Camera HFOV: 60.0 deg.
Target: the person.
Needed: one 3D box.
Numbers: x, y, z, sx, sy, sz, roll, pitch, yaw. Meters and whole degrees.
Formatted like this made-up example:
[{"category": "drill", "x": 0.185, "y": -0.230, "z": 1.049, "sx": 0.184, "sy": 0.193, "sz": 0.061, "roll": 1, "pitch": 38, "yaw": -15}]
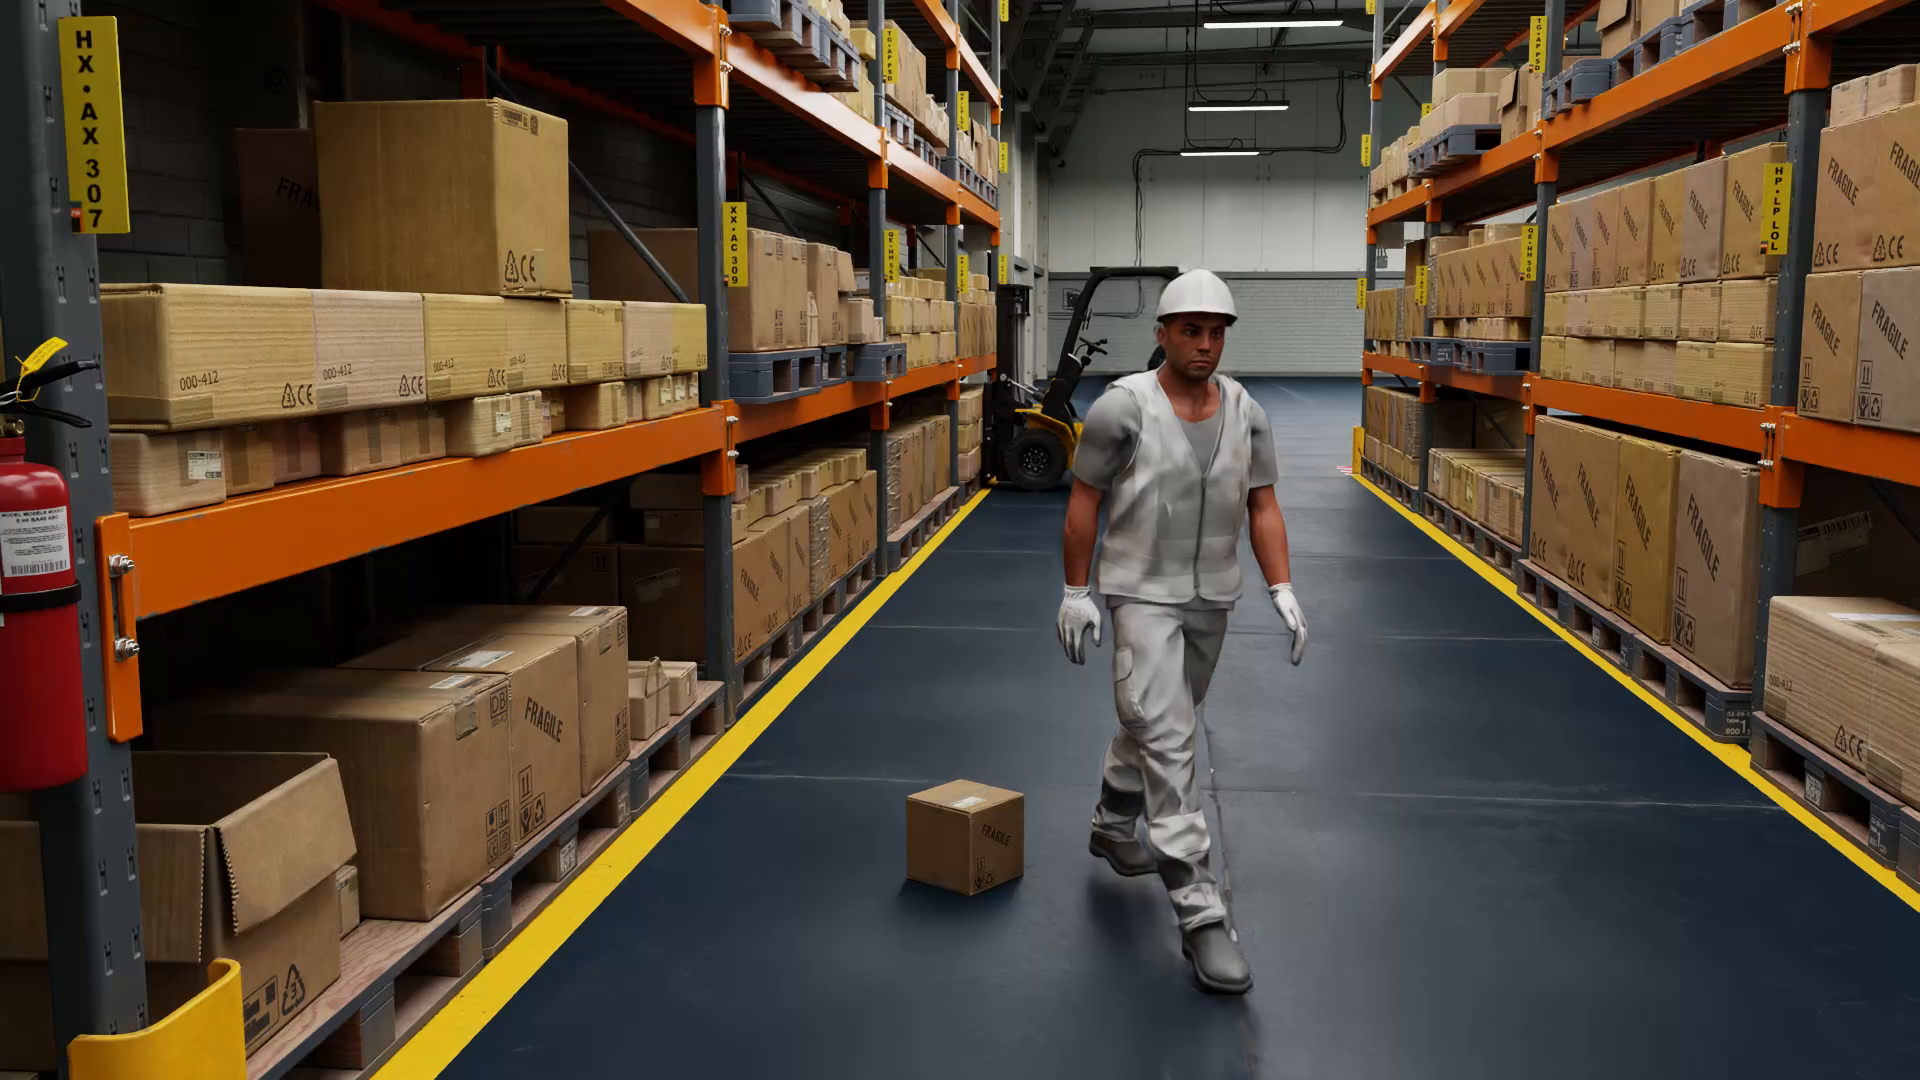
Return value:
[{"category": "person", "x": 0.586, "y": 0.164, "z": 4.396, "sx": 0.561, "sy": 1.737, "sz": 1.033, "roll": -4, "pitch": 8, "yaw": -25}]
